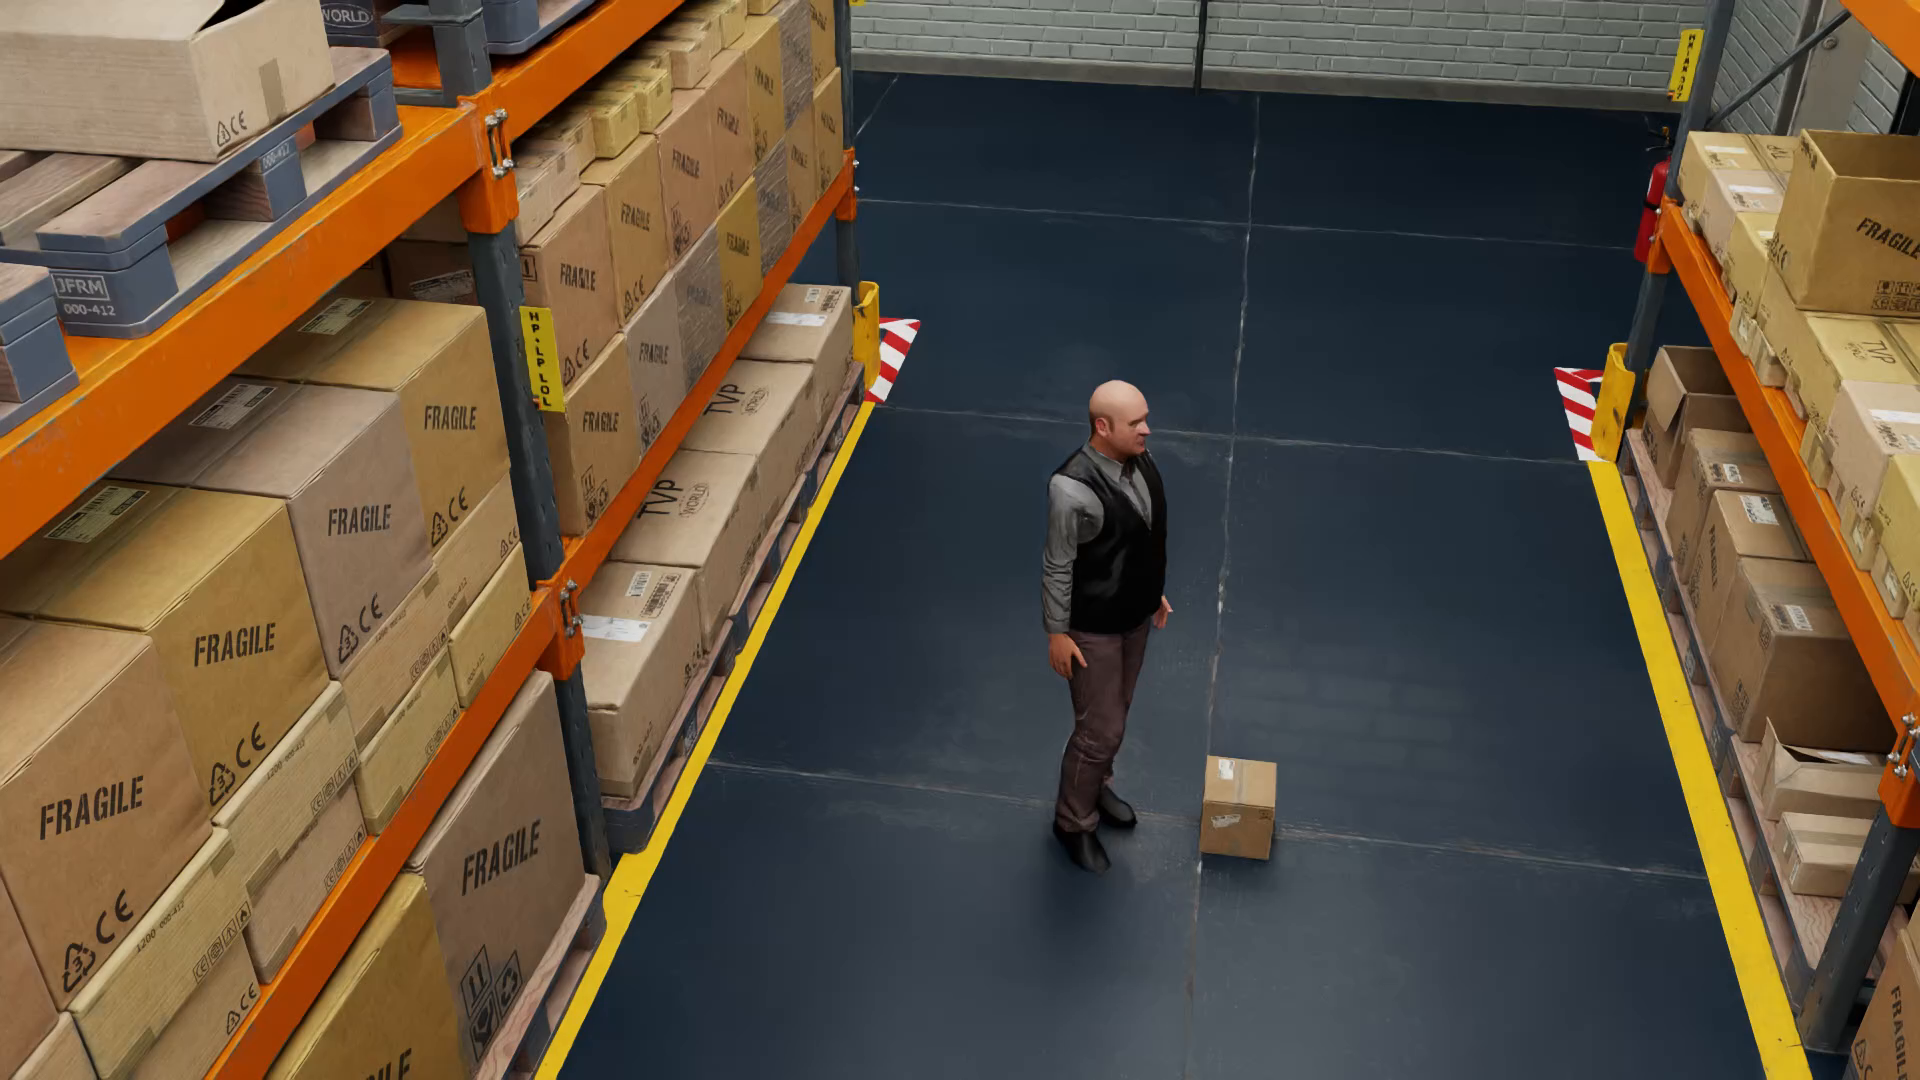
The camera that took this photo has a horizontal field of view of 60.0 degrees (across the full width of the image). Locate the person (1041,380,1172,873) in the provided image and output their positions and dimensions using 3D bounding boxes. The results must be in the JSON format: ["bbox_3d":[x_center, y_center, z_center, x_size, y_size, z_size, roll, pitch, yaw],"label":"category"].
[{"bbox_3d":[0.516,0.293,5.729,0.415,1.778,0.611,21,38,30],"label":"person"}]
